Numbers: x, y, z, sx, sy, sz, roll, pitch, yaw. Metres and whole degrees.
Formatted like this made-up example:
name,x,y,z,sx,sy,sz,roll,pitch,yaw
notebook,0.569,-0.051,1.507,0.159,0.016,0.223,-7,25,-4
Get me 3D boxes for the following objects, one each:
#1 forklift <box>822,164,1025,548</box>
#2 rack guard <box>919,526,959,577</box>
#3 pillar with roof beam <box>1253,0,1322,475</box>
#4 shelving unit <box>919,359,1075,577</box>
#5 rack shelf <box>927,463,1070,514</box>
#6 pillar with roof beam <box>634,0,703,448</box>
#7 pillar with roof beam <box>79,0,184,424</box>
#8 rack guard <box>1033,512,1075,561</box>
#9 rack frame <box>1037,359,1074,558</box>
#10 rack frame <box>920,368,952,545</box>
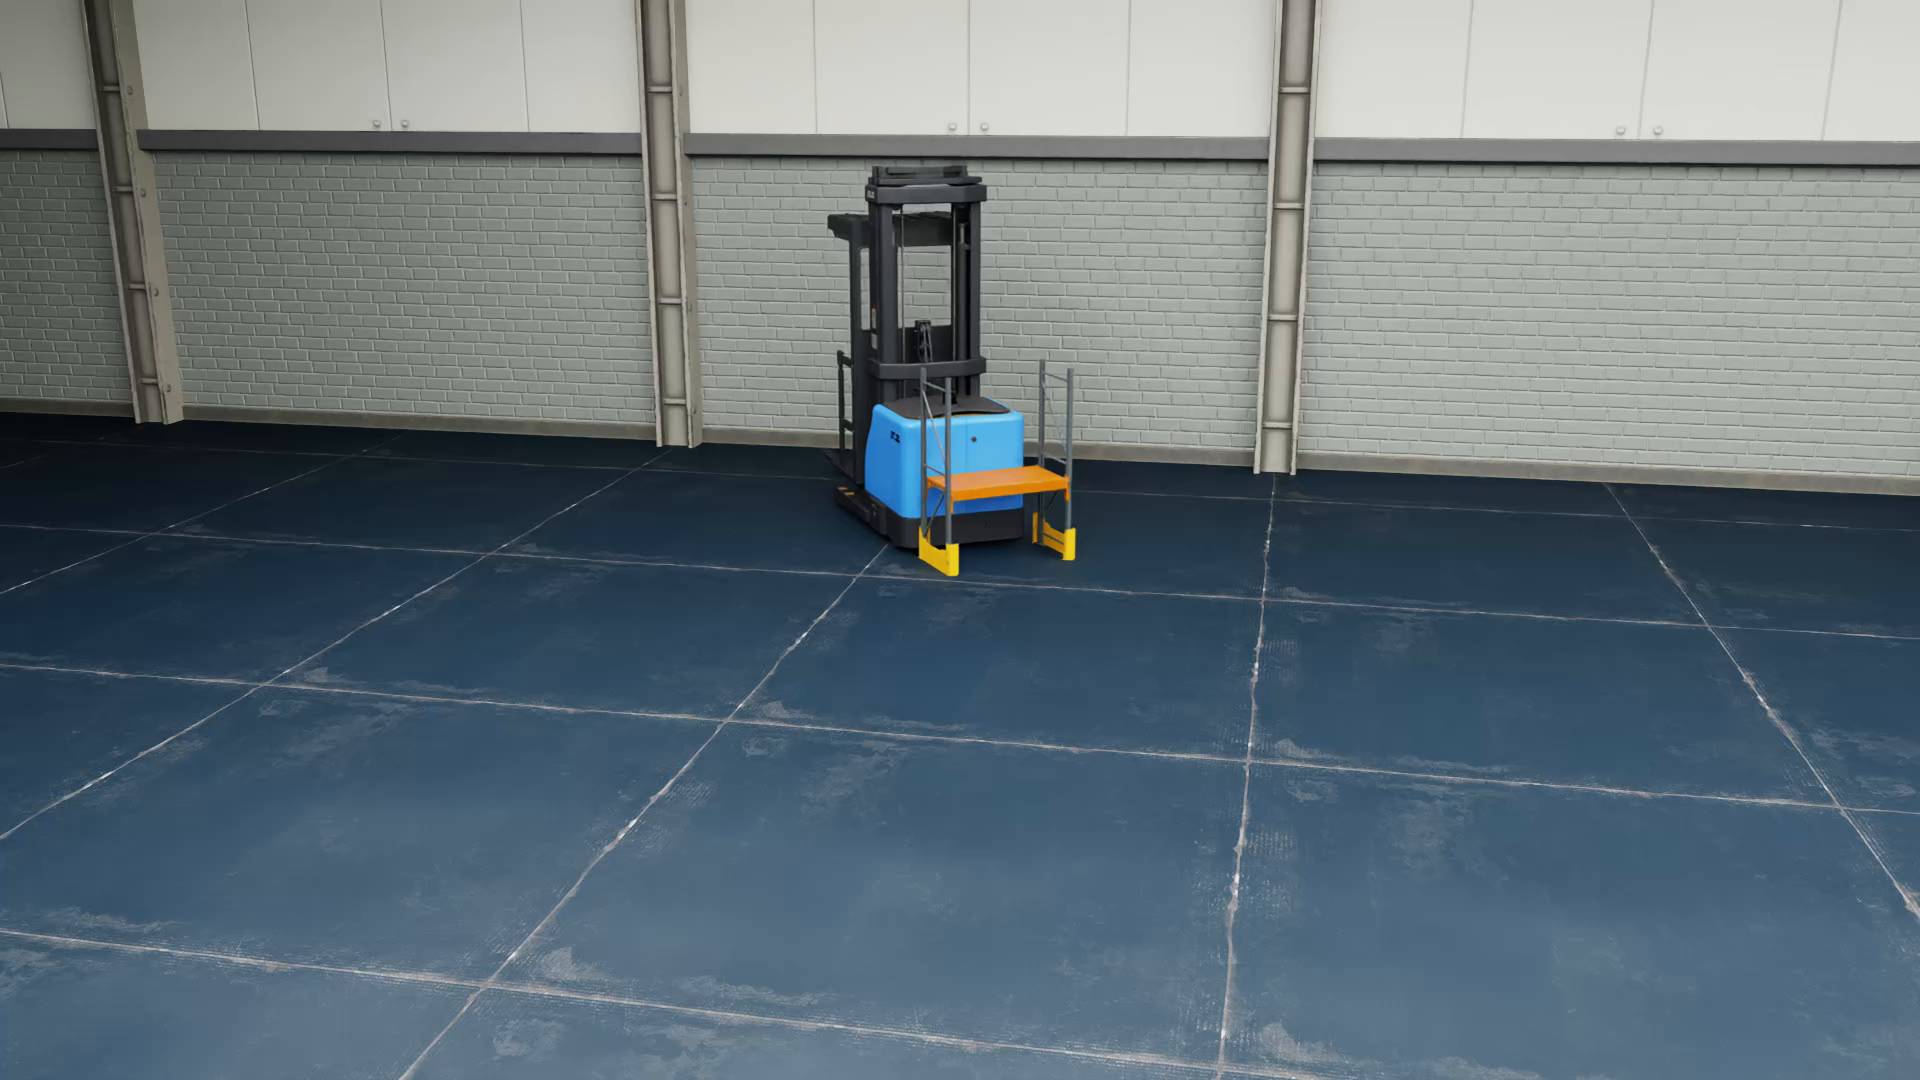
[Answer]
name,x,y,z,sx,sy,sz,roll,pitch,yaw
forklift,-0.466,-1.698,14.130,1.130,2.935,3.031,-6,16,-19
rack guard,-0.164,0.083,12.726,0.087,0.250,0.587,-7,17,-24
pillar with roof beam,2.153,-3.876,10.627,0.400,9.000,9.100,3,16,11
shelving unit,0.287,-0.576,12.761,1.083,1.500,0.587,-7,17,-24
rack shelf,0.279,-0.401,12.806,1.000,0.185,0.538,-7,17,-24
pillar with roof beam,-3.727,-4.195,11.779,0.400,9.000,9.100,3,16,11
pillar with roof beam,-9.607,-4.514,12.931,0.400,9.000,9.100,3,16,11
rack guard,0.739,-0.030,13.130,0.087,0.250,0.587,-7,17,-24
rack frame,0.740,-0.632,12.964,0.032,1.500,0.500,-7,17,-24
rack frame,-0.182,-0.518,12.551,0.032,1.500,0.500,-7,17,-24
